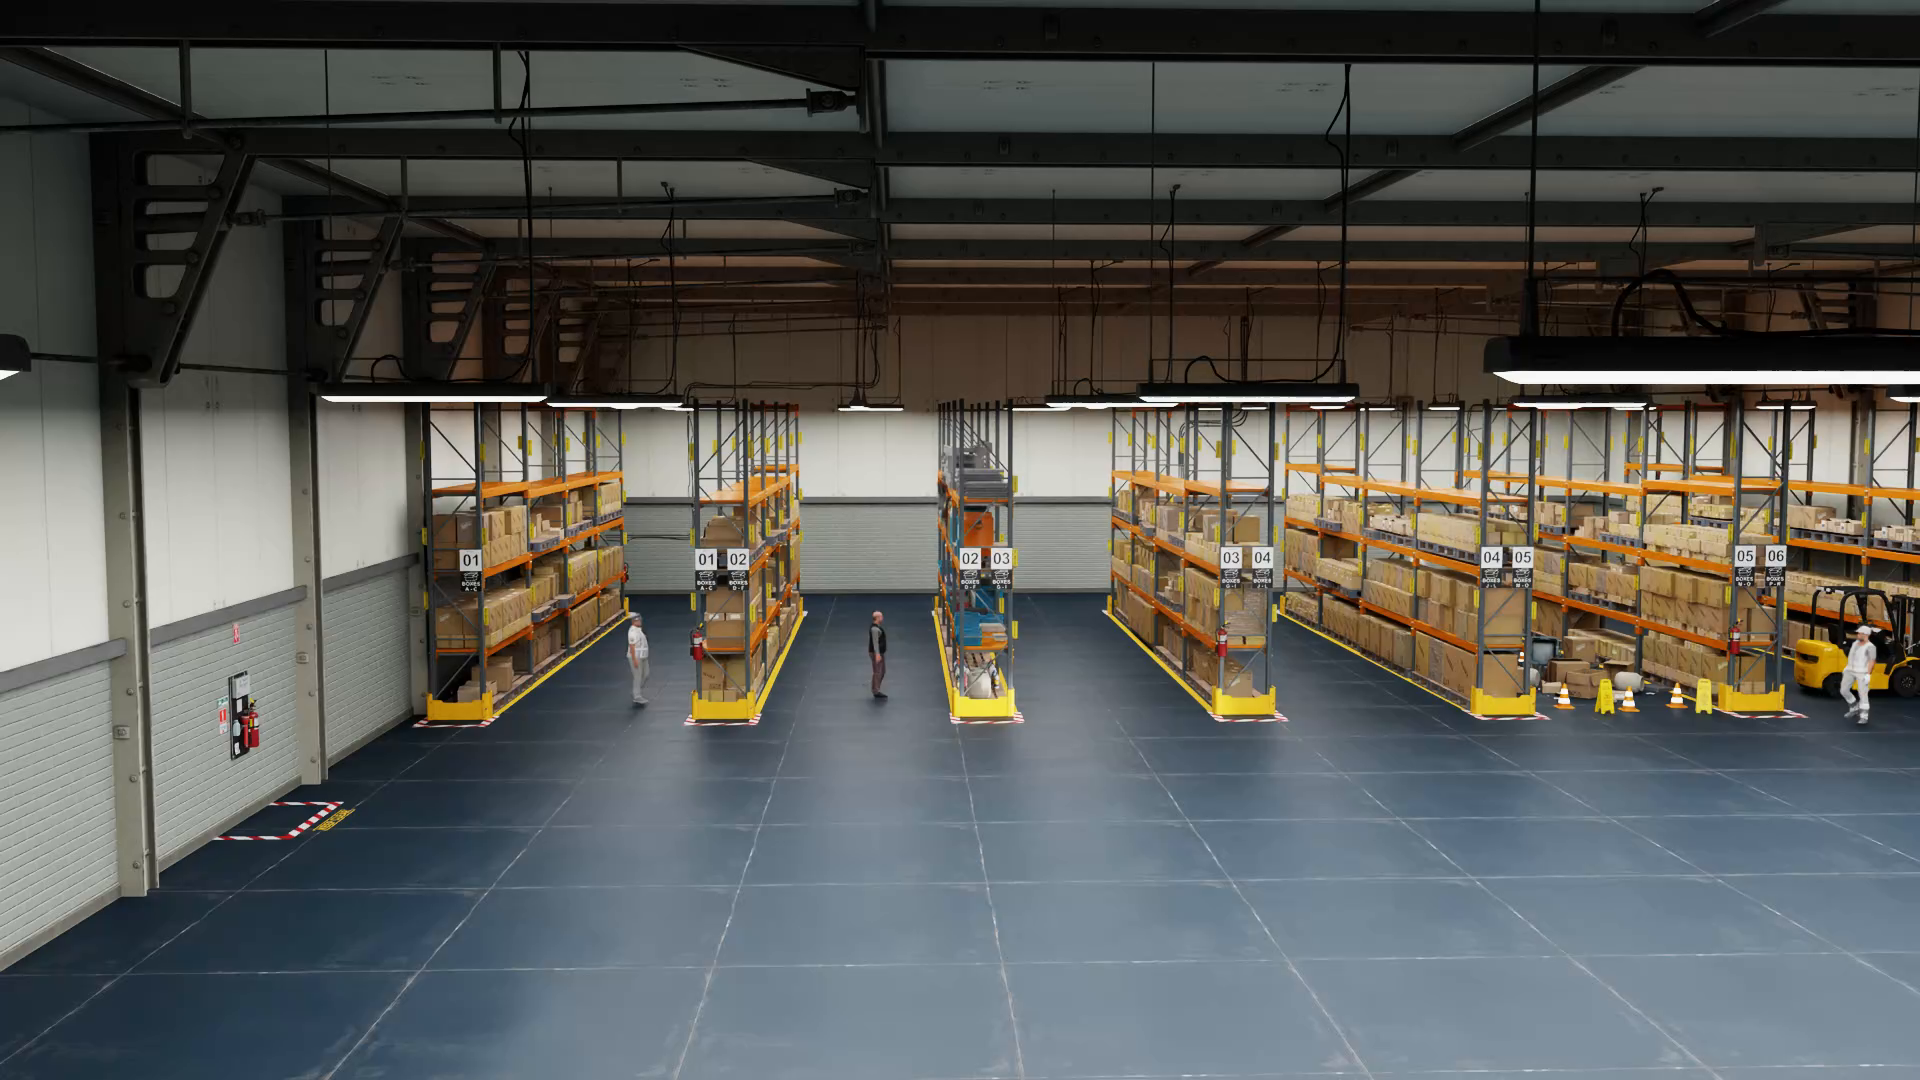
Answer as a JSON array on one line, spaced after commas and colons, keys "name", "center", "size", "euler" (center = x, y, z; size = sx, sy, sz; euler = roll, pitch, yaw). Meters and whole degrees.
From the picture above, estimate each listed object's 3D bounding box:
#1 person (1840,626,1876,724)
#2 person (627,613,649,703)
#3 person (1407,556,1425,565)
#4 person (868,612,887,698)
[{"name": "person", "center": [16.672, 2.478, 30.856], "size": [0.491, 1.788, 0.632], "euler": [-2, 5, -26]}, {"name": "person", "center": [-6.399, 2.344, 33.085], "size": [0.526, 1.795, 0.608], "euler": [1, 4, 12]}, {"name": "person", "center": [13.826, 1.018, 50.437], "size": [0.534, 1.730, 1.044], "euler": [1, 4, 14]}, {"name": "person", "center": [-1.660, 2.348, 33.665], "size": [0.386, 1.806, 0.596], "euler": [0, 4, 1]}]
